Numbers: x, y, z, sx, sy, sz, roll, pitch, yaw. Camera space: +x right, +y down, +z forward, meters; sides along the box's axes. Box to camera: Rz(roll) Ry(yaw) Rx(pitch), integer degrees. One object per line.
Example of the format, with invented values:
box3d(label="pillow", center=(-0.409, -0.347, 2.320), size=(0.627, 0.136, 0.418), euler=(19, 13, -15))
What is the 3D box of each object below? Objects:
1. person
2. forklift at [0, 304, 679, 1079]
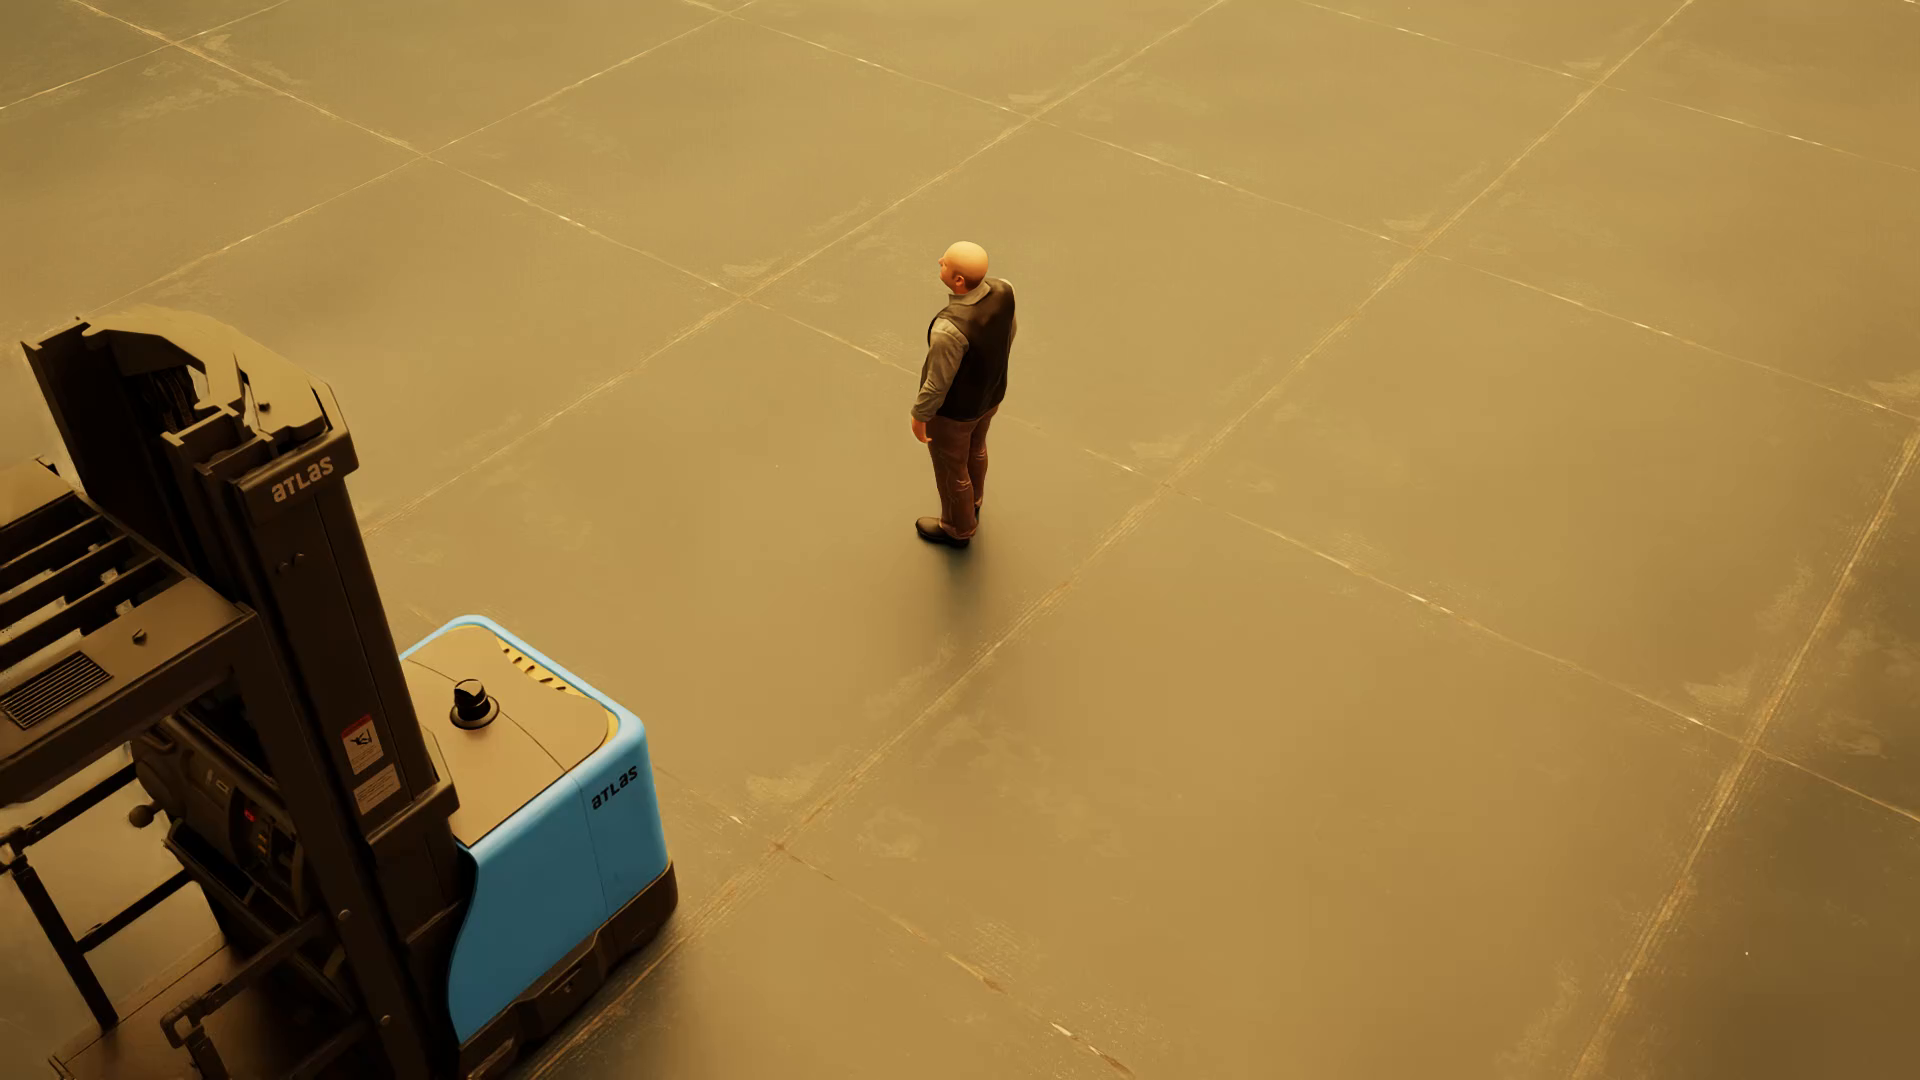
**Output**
box3d(label="person", center=(-0.046, -0.689, 7.803), size=(0.566, 1.722, 0.634), euler=(26, 47, 28))
box3d(label="forklift", center=(-2.422, 0.904, 5.014), size=(1.130, 2.935, 3.031), euler=(27, 47, 28))
